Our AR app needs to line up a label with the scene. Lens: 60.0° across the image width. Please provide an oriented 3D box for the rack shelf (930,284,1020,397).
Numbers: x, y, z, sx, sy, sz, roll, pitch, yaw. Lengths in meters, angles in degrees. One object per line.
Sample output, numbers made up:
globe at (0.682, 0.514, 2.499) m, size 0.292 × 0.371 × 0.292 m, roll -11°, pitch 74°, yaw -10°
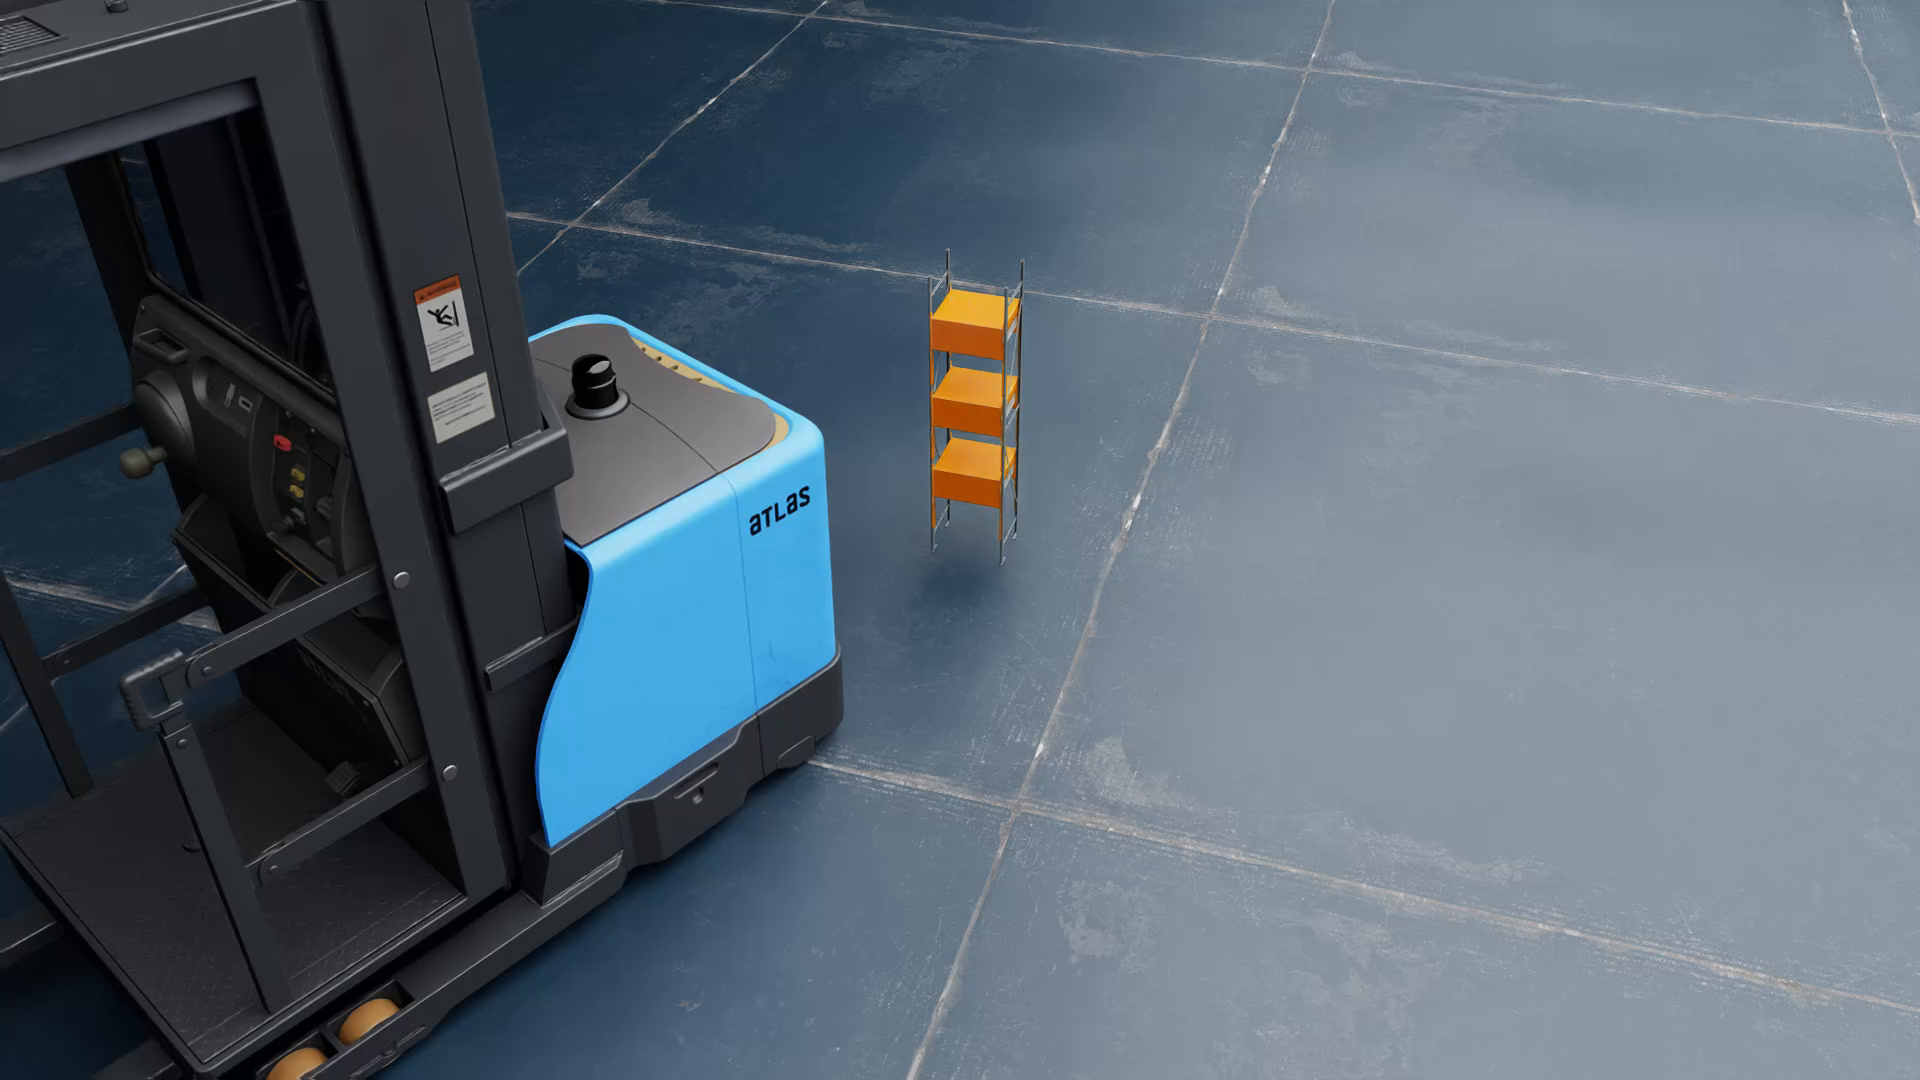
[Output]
rack shelf at (0.051, -0.633, 5.264) m, size 0.240 × 0.259 × 0.215 m, roll 10°, pitch 38°, yaw 14°

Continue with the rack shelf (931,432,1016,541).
rack shelf at (0.051, -0.181, 5.597) m, size 0.240 × 0.259 × 0.215 m, roll 10°, pitch 38°, yaw 14°

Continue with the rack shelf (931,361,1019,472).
rack shelf at (0.051, -0.405, 5.432) m, size 0.240 × 0.259 × 0.215 m, roll 10°, pitch 38°, yaw 14°

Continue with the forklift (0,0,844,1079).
forklift at (-1.711, -0.164, 3.500) m, size 1.130 × 2.935 × 3.031 m, roll 29°, pitch 45°, yaw 33°

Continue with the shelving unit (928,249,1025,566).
shelving unit at (0.051, -0.413, 5.426) m, size 0.252 × 1.050 × 0.215 m, roll 10°, pitch 38°, yaw 14°

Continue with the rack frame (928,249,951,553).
rack frame at (-0.065, -0.435, 5.455) m, size 0.008 × 1.050 × 0.200 m, roll 10°, pitch 38°, yaw 14°

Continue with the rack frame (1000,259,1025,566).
rack frame at (0.168, -0.392, 5.397) m, size 0.008 × 1.050 × 0.200 m, roll 10°, pitch 38°, yaw 14°
